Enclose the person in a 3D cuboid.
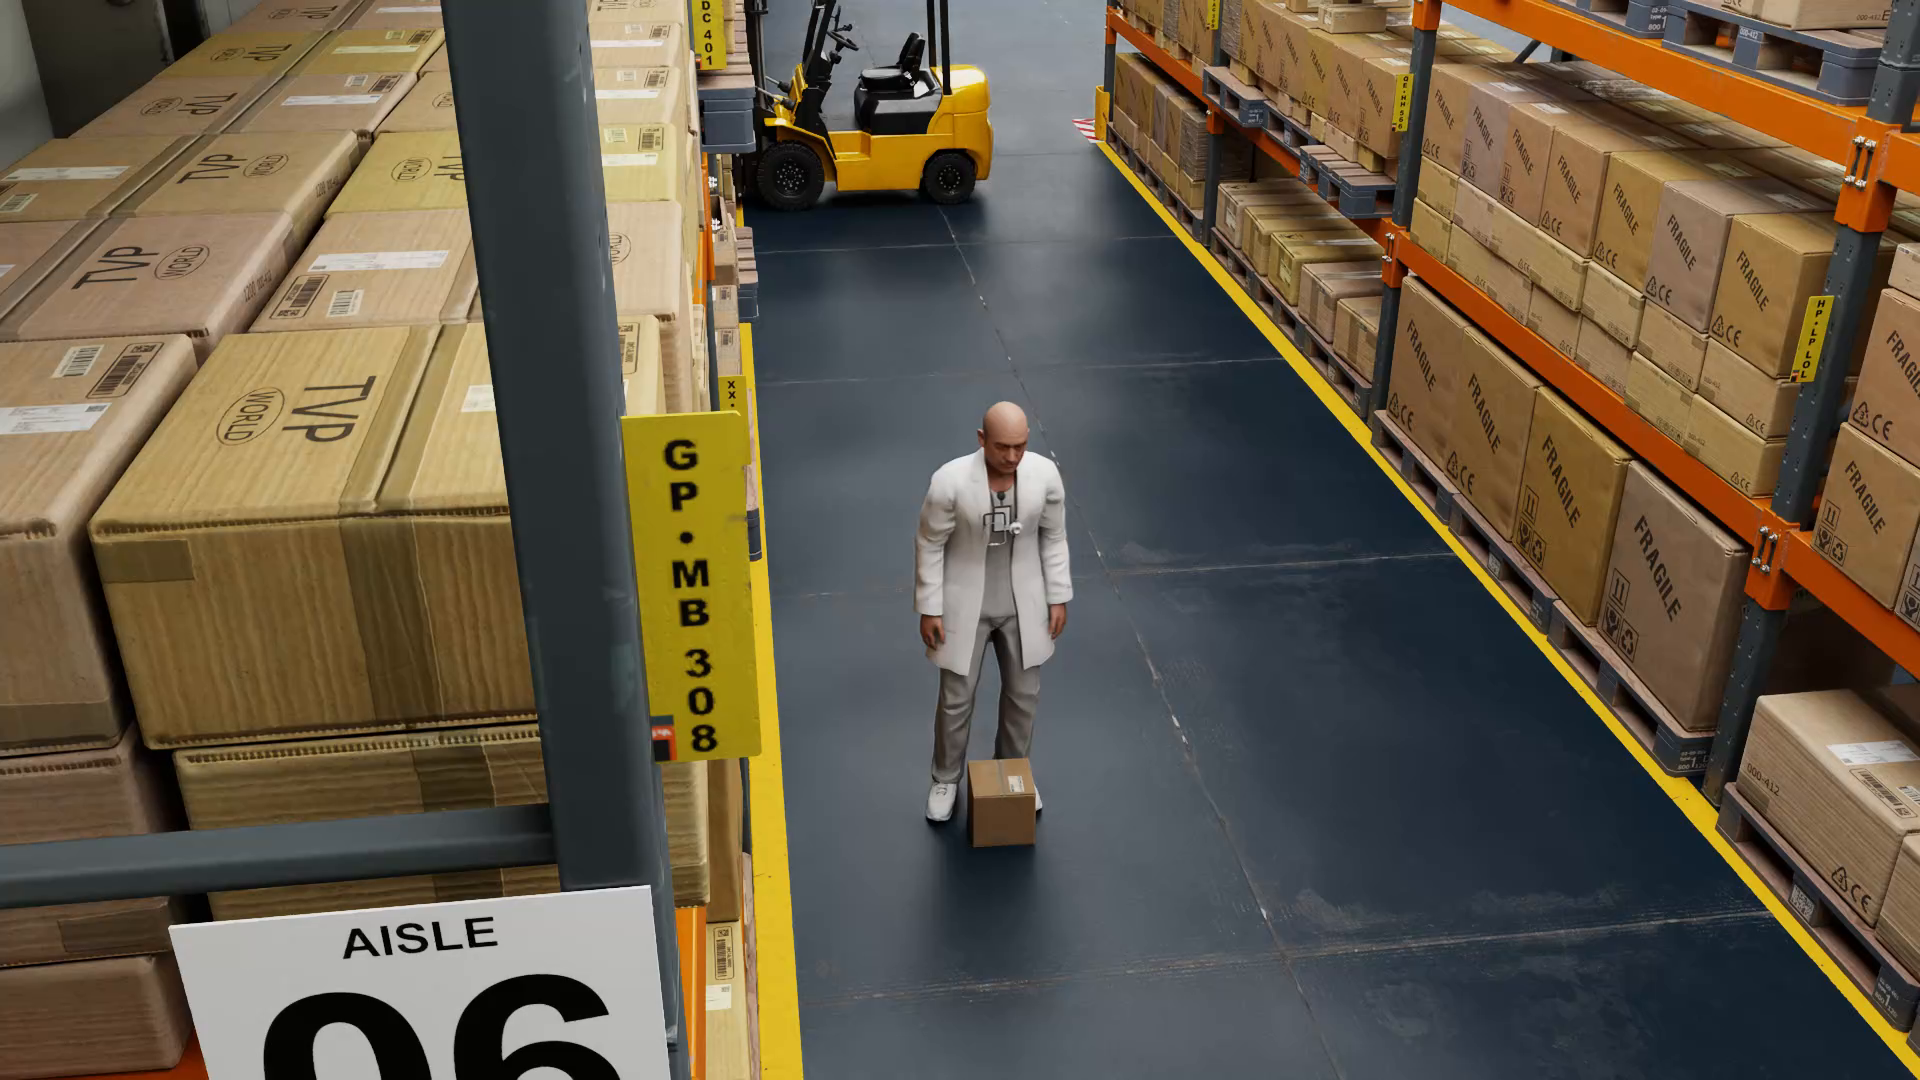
[{"bbox_3d":[0.135,0.269,6.602,0.648,1.772,0.429,-5,27,-10],"label":"person"}]
